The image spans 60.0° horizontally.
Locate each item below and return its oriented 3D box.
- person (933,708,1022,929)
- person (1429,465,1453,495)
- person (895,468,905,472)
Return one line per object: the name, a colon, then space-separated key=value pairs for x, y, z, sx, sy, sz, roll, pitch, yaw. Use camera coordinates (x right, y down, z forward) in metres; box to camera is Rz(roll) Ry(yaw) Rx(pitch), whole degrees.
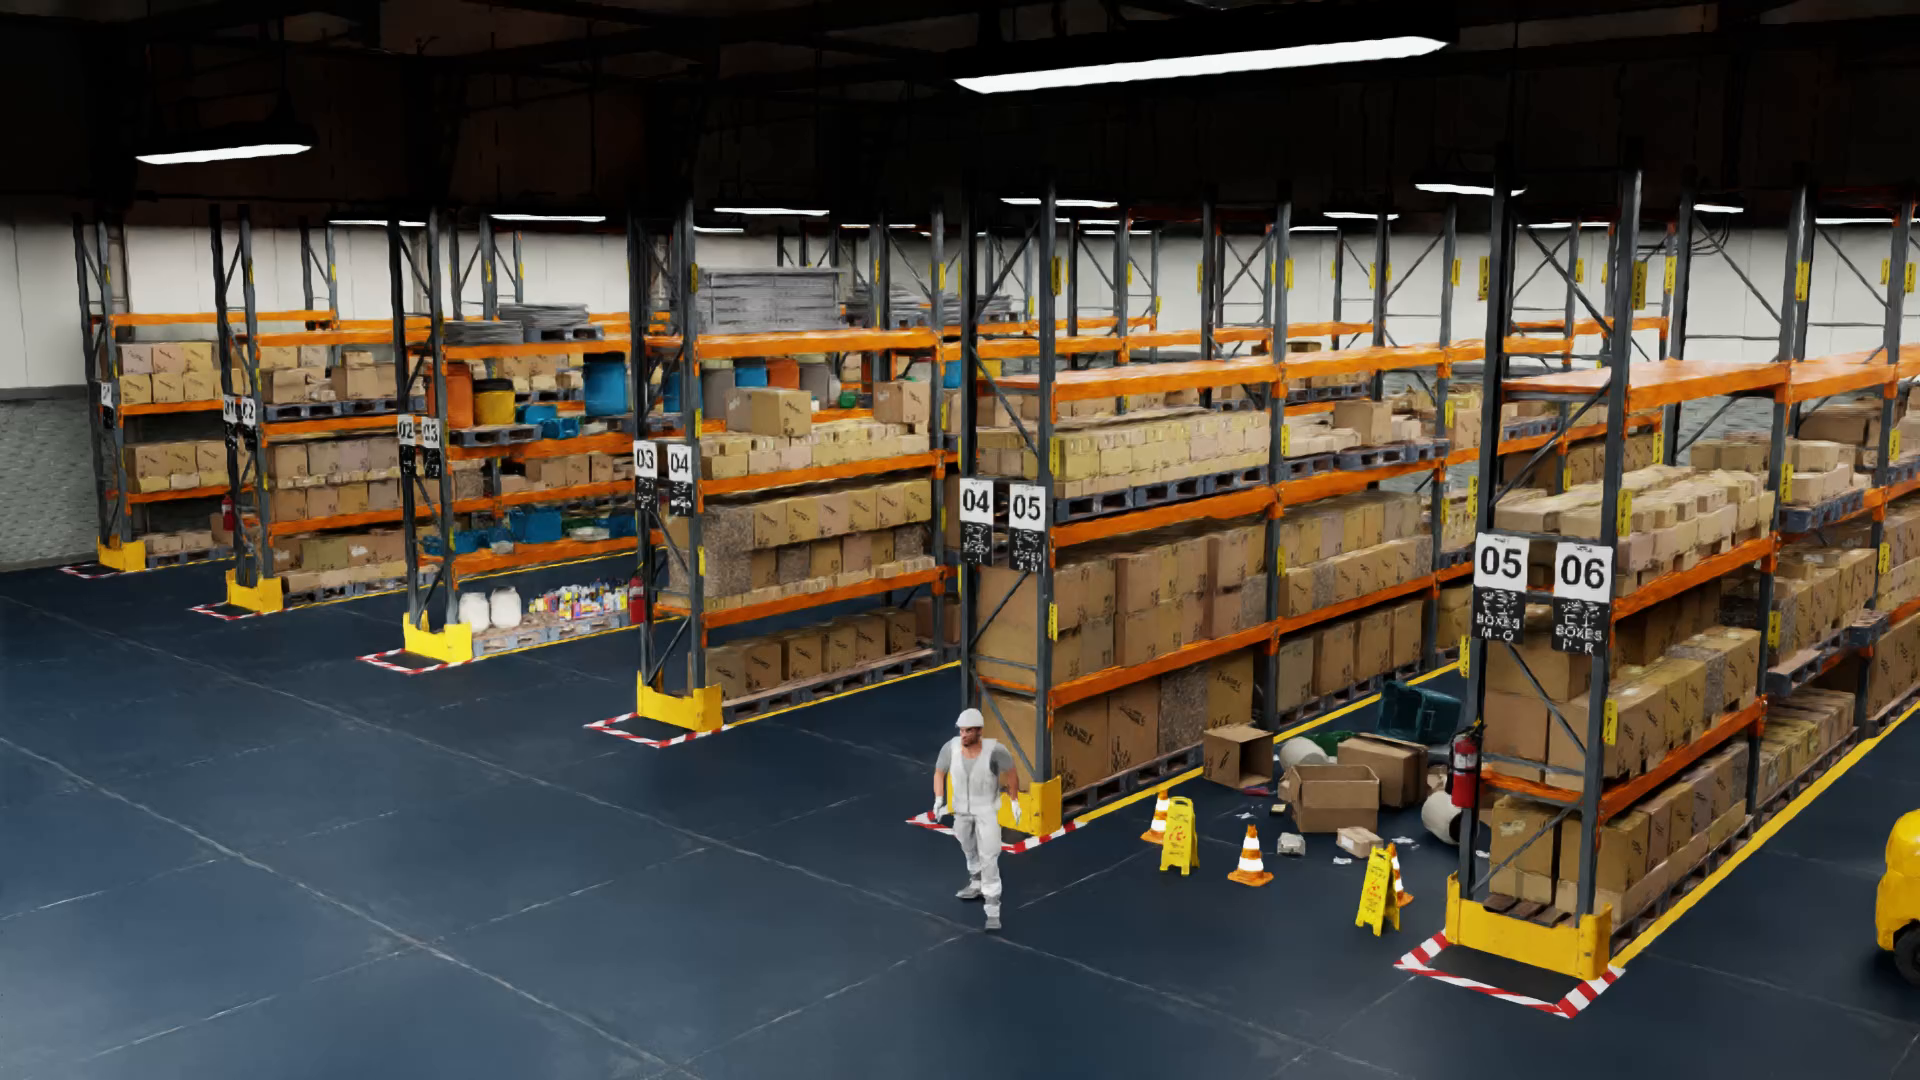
person: x=0.144 y=2.139 z=13.201 sx=0.676 sy=1.719 sz=0.842 roll=4 pitch=10 yaw=24
person: x=8.601 y=-0.606 z=29.805 sx=0.582 sy=1.667 sz=0.363 roll=-8 pitch=13 yaw=-41
person: x=-1.445 y=-2.091 z=39.031 sx=0.625 sy=1.596 sz=0.510 roll=8 pitch=12 yaw=39
